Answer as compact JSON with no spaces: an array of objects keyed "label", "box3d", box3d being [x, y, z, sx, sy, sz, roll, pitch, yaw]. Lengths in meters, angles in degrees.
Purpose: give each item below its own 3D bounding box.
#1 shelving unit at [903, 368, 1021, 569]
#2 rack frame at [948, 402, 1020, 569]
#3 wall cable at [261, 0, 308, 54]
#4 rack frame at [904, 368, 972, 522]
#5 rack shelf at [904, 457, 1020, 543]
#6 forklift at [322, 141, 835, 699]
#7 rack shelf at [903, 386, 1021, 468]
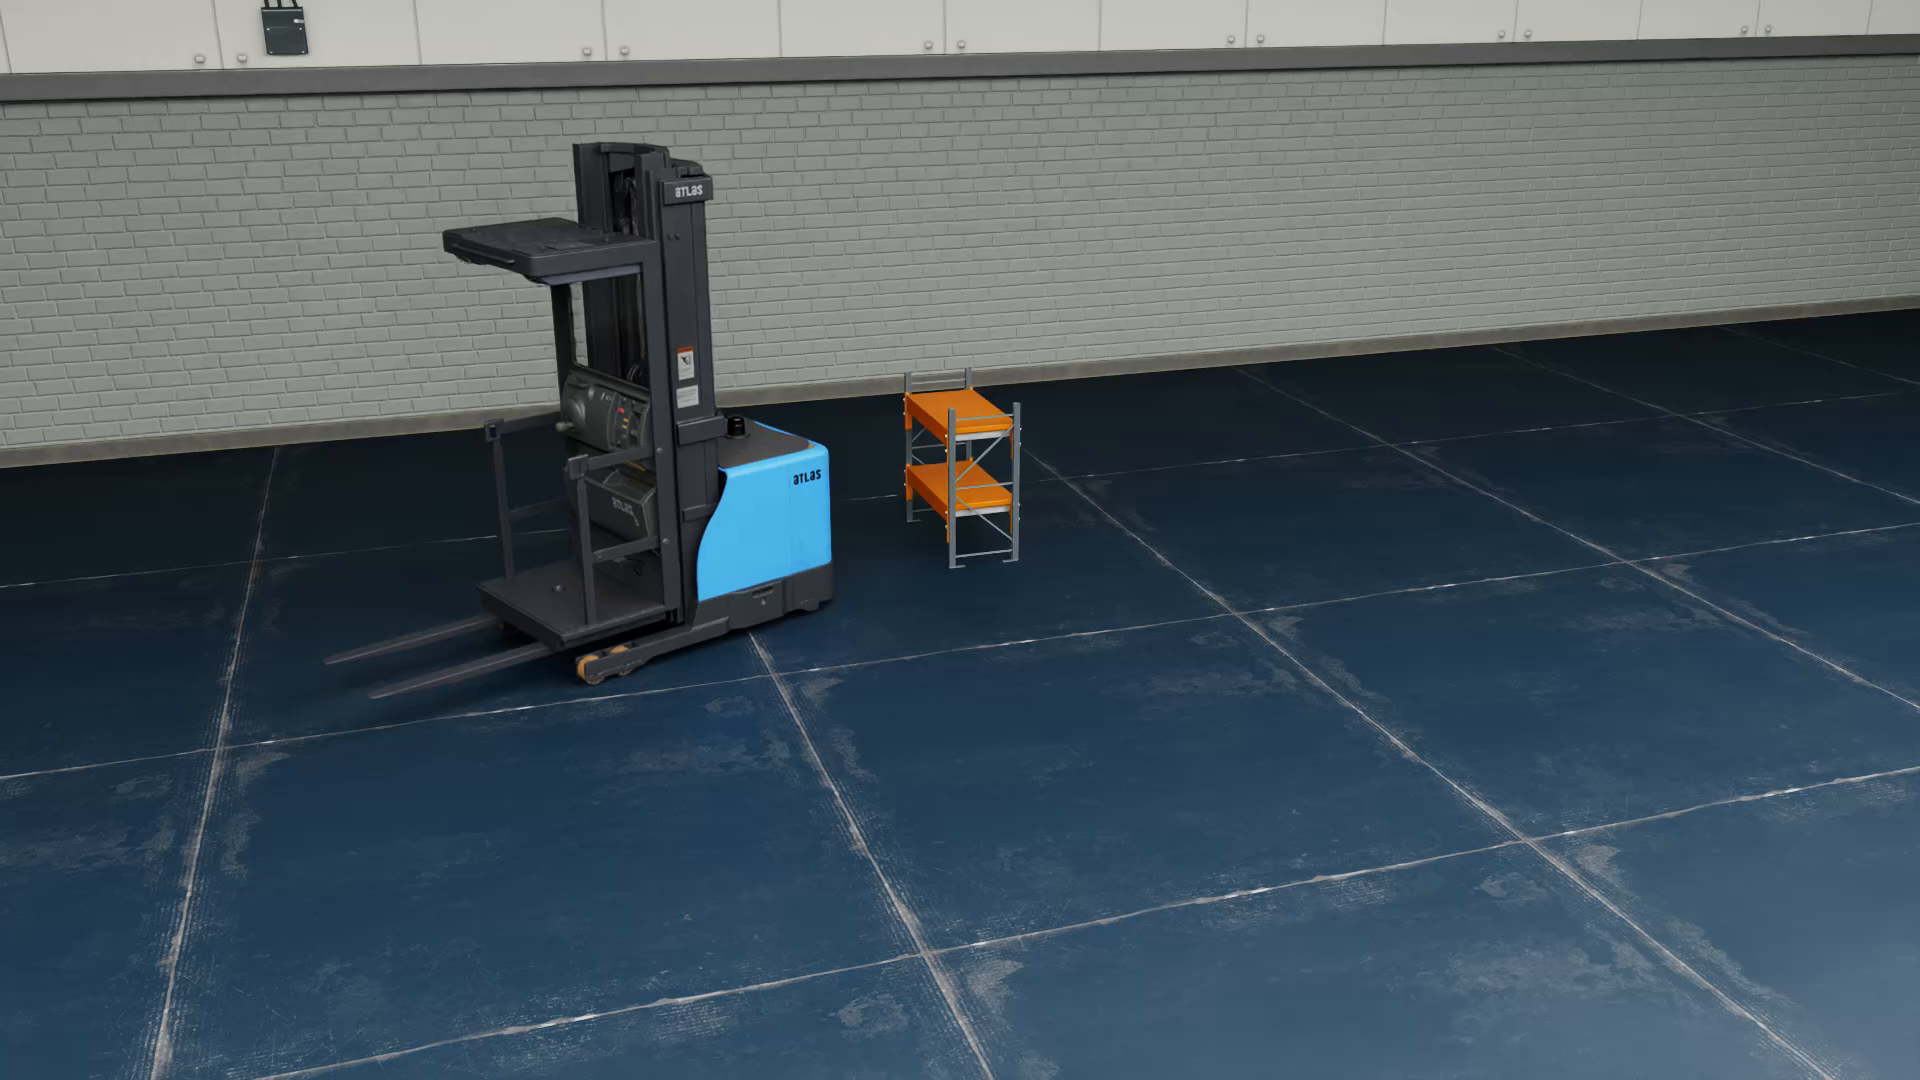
[{"label":"shelving unit","box3d":[0.002,-0.527,11.720,0.538,1.125,1.048,-6,21,-17]},{"label":"rack frame","box3d":[0.162,-0.364,11.266,0.500,1.125,0.032,-6,21,-17]},{"label":"wall cable","box3d":[-4.384,-6.789,12.475,2.305,6.003,0.169,-6,21,-17]},{"label":"rack frame","box3d":[-0.158,-0.690,12.174,0.500,1.125,0.032,-6,21,-17]},{"label":"rack shelf","box3d":[0.002,-0.297,11.803,0.538,0.278,1.000,-6,21,-17]},{"label":"forklift","box3d":[-2.242,-0.746,9.657,3.031,2.935,1.130,-17,26,-39]},{"label":"rack shelf","box3d":[0.002,-0.803,11.621,0.538,0.278,1.000,-6,21,-17]}]
